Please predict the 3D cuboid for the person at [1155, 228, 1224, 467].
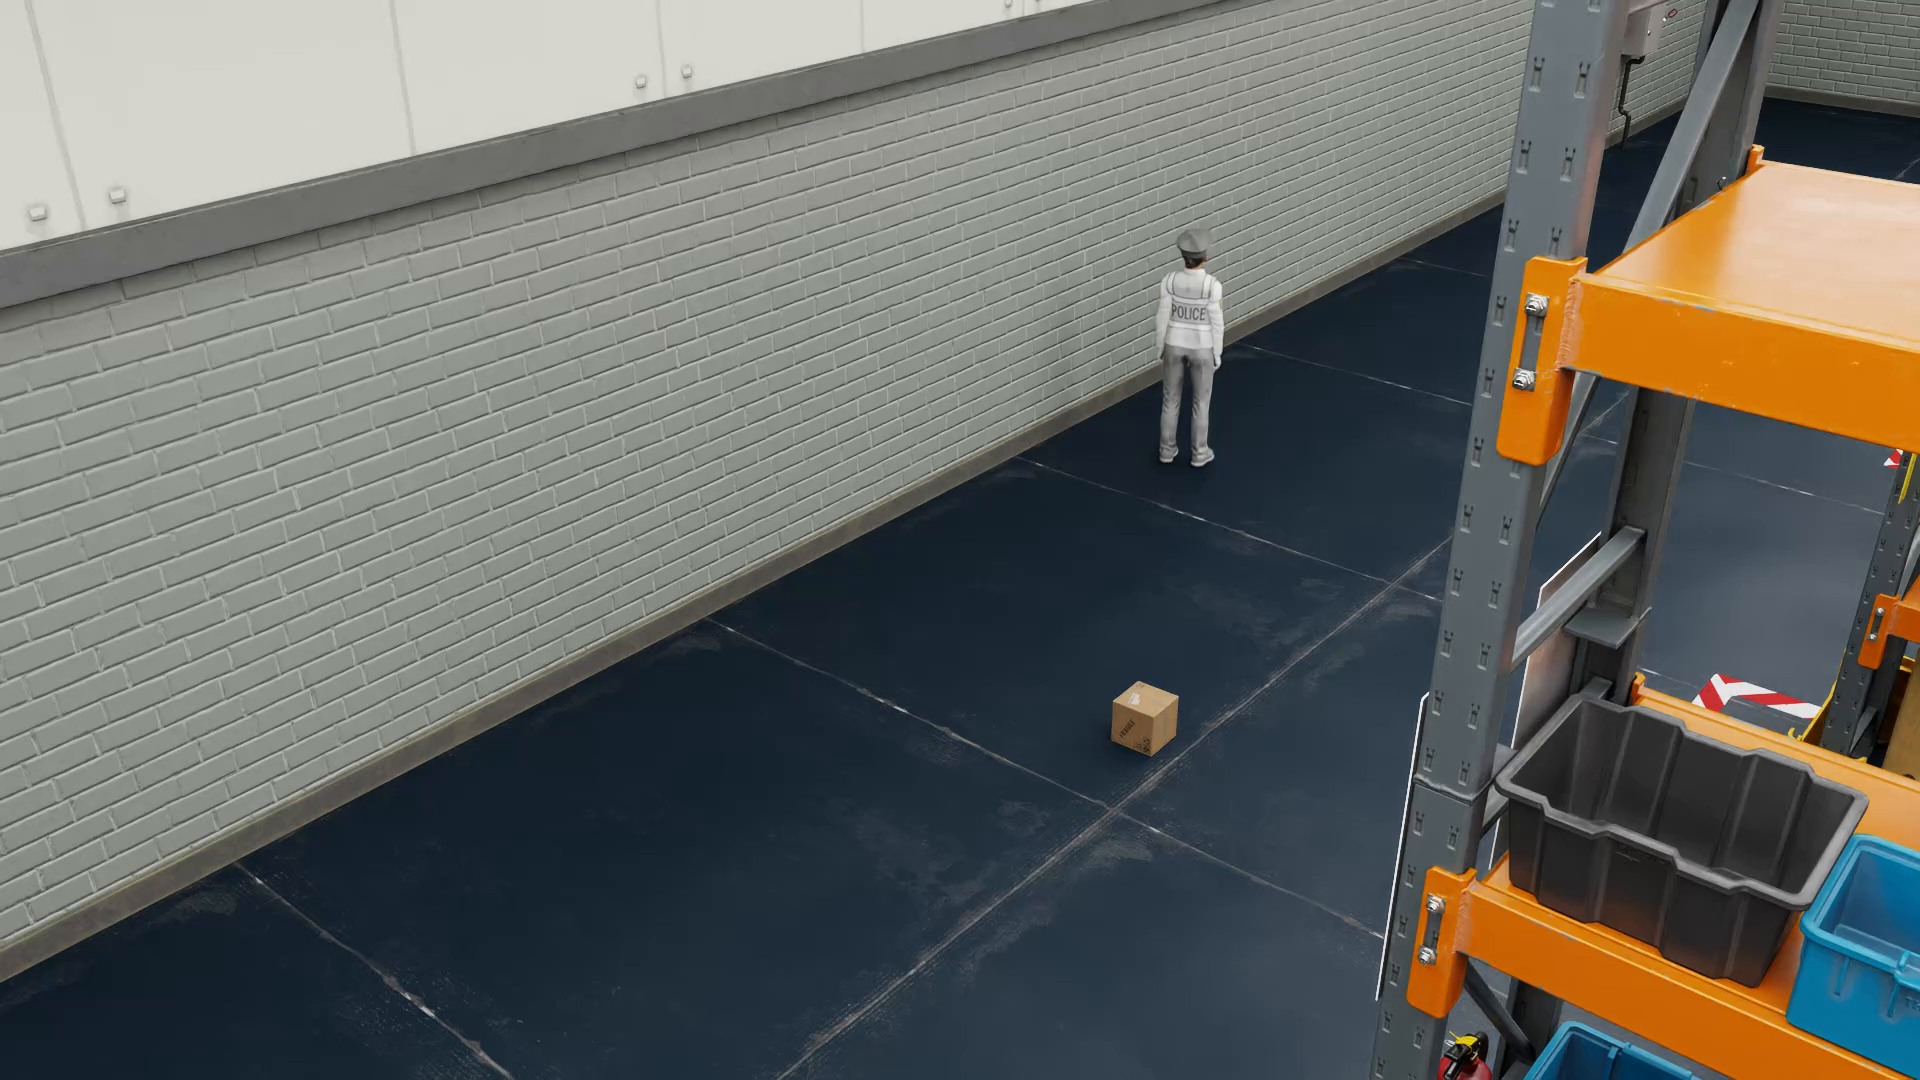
[{"bbox_3d":[1.596,-1.323,11.526,0.458,1.689,0.342,10,29,19],"label":"person"}]
